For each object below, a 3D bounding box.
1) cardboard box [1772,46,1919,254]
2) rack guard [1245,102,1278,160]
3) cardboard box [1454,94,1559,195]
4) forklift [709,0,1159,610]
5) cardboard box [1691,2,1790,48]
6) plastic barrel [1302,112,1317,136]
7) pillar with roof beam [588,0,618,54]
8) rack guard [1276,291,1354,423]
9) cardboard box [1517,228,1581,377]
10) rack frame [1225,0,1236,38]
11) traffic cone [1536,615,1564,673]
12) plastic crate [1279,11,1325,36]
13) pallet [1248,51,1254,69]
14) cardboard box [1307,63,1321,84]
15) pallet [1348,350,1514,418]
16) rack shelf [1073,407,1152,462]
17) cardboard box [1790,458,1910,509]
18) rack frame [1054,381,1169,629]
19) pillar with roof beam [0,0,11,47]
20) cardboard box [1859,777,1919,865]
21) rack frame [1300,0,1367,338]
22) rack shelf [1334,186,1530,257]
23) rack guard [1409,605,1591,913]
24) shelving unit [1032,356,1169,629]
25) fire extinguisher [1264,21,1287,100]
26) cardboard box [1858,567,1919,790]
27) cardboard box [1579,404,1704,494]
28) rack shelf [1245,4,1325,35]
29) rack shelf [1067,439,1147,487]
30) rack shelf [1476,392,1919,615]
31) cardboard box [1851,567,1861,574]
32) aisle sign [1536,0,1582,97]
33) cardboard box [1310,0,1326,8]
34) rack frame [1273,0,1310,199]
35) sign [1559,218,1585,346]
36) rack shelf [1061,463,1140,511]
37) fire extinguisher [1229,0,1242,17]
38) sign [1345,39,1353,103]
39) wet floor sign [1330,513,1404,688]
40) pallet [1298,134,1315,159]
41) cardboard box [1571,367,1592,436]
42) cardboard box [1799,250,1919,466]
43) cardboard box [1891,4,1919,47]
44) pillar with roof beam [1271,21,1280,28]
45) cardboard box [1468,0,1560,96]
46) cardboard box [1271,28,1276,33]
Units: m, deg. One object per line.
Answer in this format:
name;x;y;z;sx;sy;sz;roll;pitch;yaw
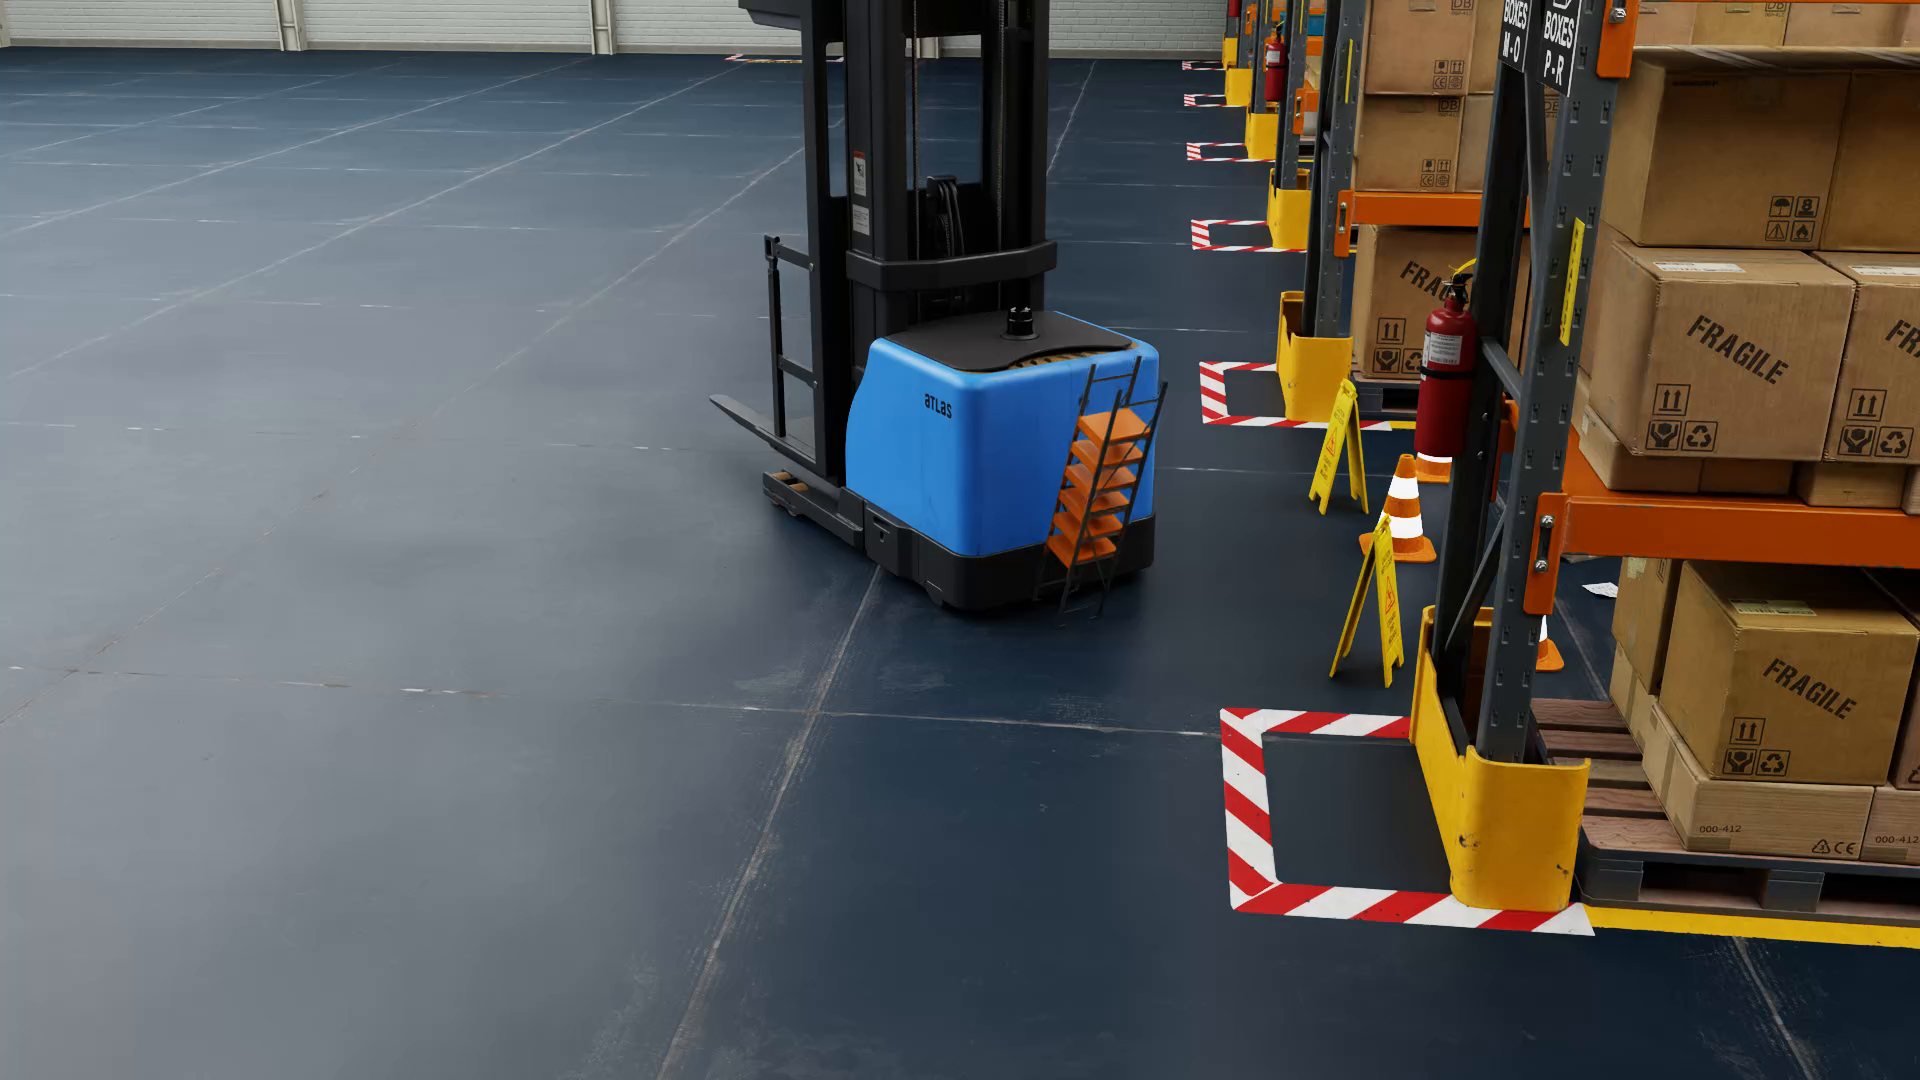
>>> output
cardboard box;2.721;-1.163;4.900;0.500;0.500;0.700;3;22;7
rack guard;3.516;-4.758;19.295;0.348;0.500;1.175;2;22;6
cardboard box;3.091;-2.346;9.590;0.550;0.550;0.875;2;22;6
forklift;-0.333;-1.560;7.899;1.130;2.935;3.031;-13;25;-29
cardboard box;4.171;-2.794;9.254;0.500;0.550;0.875;2;22;6
plastic barrel;4.098;-4.944;19.179;0.421;0.512;0.421;0;22;0
pillar with roof beam;-7.025;-11.546;24.906;0.400;9.000;9.100;2;22;6
rack guard;2.145;-1.130;10.119;0.348;0.500;1.175;2;22;6
cardboard box;3.724;-1.456;9.862;0.875;0.875;0.875;2;22;5
rack frame;4.601;-9.524;27.949;0.127;3.000;1.000;2;22;6
traffic cone;2.265;0.247;6.685;0.334;0.463;0.336;2;22;6
plastic crate;3.968;-5.925;19.049;0.616;0.251;0.499;2;22;6
pallet;5.479;-8.175;28.332;1.213;0.211;1.003;2;22;6
cardboard box;3.160;-4.044;14.431;0.250;0.149;0.380;2;22;6
pallet;2.972;-0.989;10.154;1.213;0.211;1.003;2;22;6
rack shelf;0.606;-0.421;6.557;0.258;0.103;0.180;-13;43;-29
cardboard box;2.506;-0.226;4.773;0.250;0.149;0.380;2;22;5
rack frame;0.599;-0.120;6.689;0.240;1.200;0.006;-13;43;-29
pillar with roof beam;-18.942;-12.066;26.219;0.400;9.000;9.100;2;22;6
cardboard box;2.961;0.764;5.096;0.500;0.250;0.500;3;22;8
rack frame;2.168;-2.292;9.656;0.127;3.000;1.000;2;22;6
rack shelf;4.155;-1.871;9.570;4.000;0.370;1.077;2;22;6
rack guard;1.762;0.686;5.525;0.348;0.500;1.175;2;22;6
shelving unit;0.554;-0.174;6.747;0.258;1.200;0.189;-13;43;-29
fire extinguisher;2.793;-4.235;14.678;0.183;0.674;0.296;2;22;6
cardboard box;2.998;0.412;4.965;0.500;0.500;0.500;2;22;4
cardboard box;1.999;-0.273;4.892;0.250;0.149;0.380;3;22;7
rack shelf;6.008;-7.294;23.287;4.000;0.370;1.077;2;22;6
rack shelf;0.586;-0.327;6.630;0.258;0.103;0.180;-13;43;-29
rack shelf;3.672;-0.059;4.987;4.000;0.370;1.077;2;22;6
cardboard box;3.031;0.216;5.464;0.500;0.500;0.500;3;22;8
aisle sign;1.588;-1.578;4.316;0.004;0.787;0.394;2;22;6
cardboard box;5.006;-7.715;23.240;0.500;0.500;0.700;3;22;8
rack frame;2.853;-4.098;14.226;0.127;3.000;1.000;2;22;6
sign;1.623;-0.684;4.414;0.005;0.325;0.100;2;22;6
rack shelf;0.566;-0.233;6.702;0.258;0.103;0.180;-13;43;-29
fire extinguisher;3.959;-7.854;23.830;0.183;0.674;0.296;2;22;6
sign;2.097;-2.529;8.971;0.005;0.325;0.100;2;22;6
wet floor sign;1.624;0.216;6.516;0.232;0.644;0.267;11;24;25
pallet;4.323;-4.586;19.254;1.213;0.211;1.003;2;22;6
cardboard box;2.083;-0.425;5.277;0.250;0.149;0.380;3;22;8
cardboard box;2.639;-0.522;4.639;0.500;0.500;0.500;3;22;8
cardboard box;5.218;-2.700;9.017;0.550;0.550;0.875;2;22;6
pillar with roof beam;4.892;-11.027;23.593;0.400;9.000;9.100;2;22;6
cardboard box;3.089;-2.843;9.379;0.550;0.550;0.875;2;22;6
cardboard box;4.590;-7.066;23.880;0.500;0.500;0.500;2;22;6
